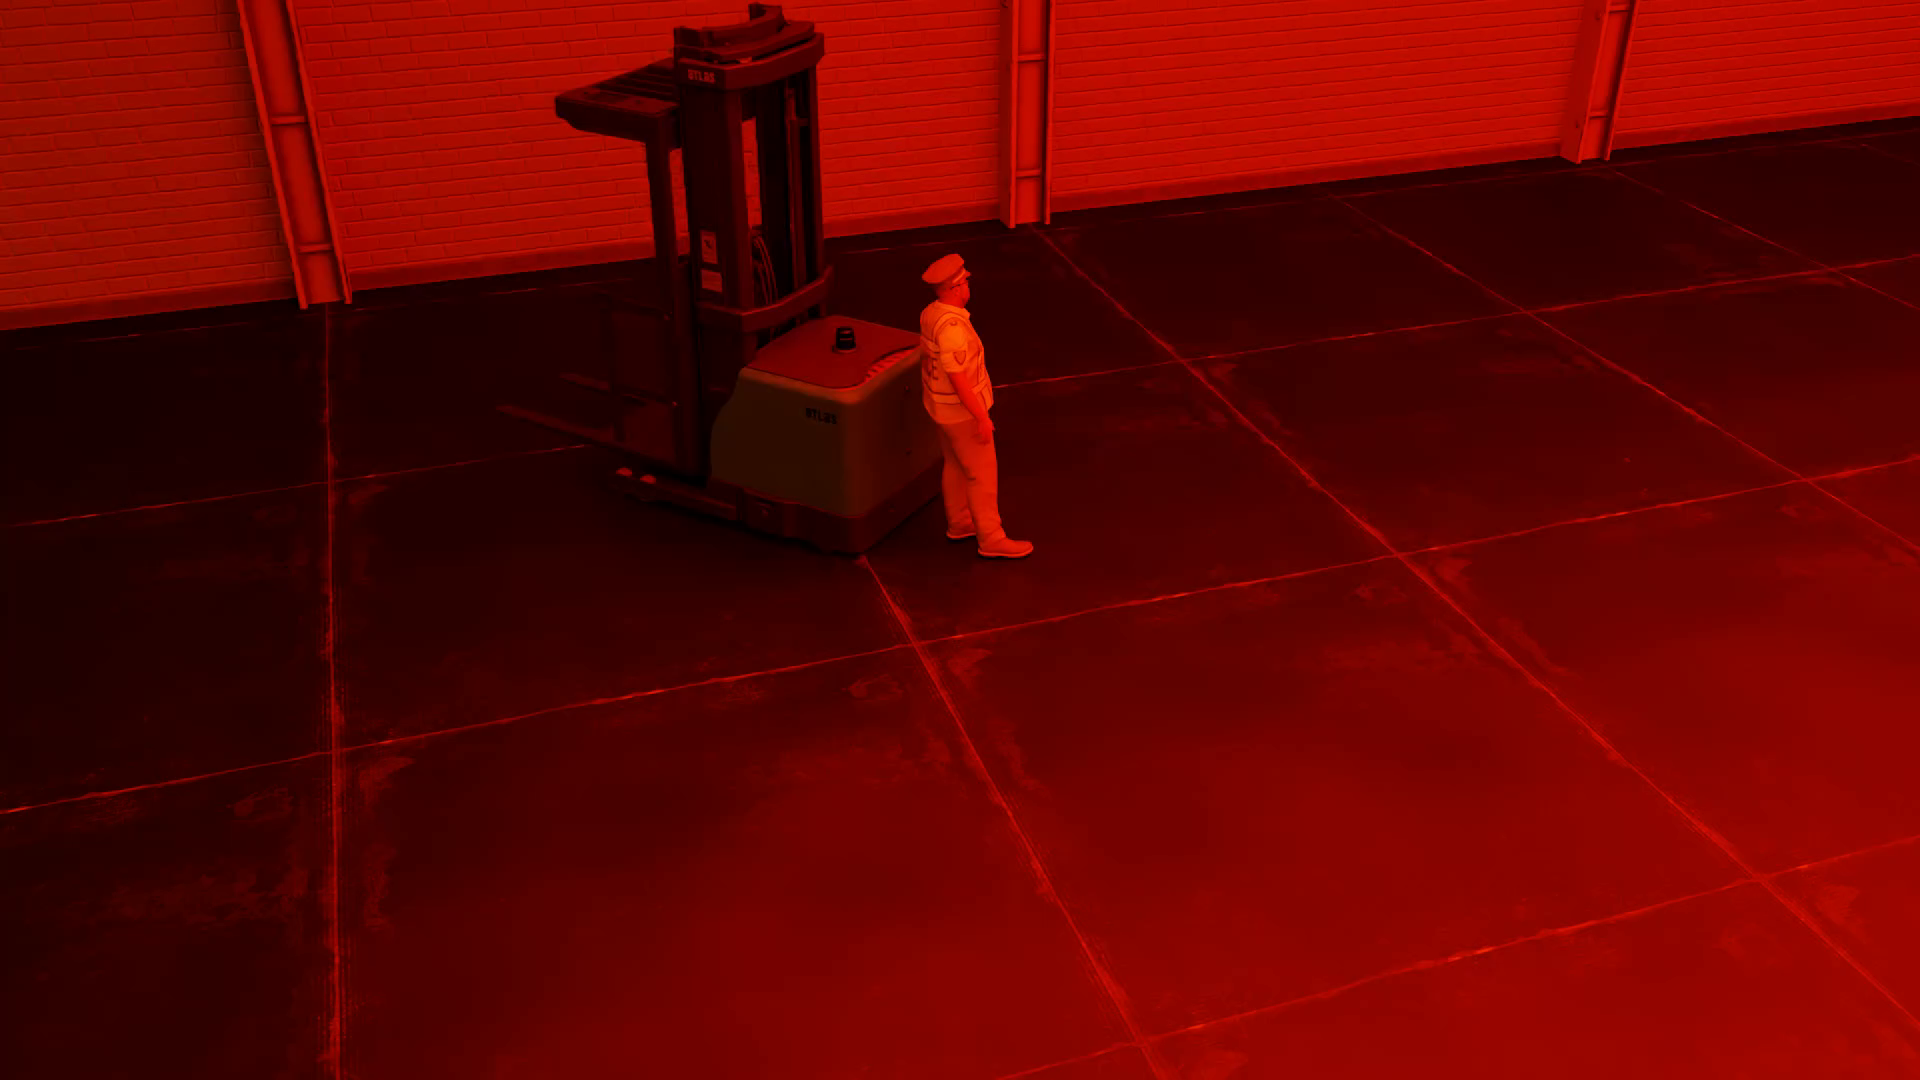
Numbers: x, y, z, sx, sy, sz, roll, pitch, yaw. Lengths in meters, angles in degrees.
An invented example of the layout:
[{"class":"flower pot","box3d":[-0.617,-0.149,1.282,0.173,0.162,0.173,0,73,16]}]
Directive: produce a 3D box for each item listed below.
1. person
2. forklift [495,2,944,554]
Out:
[{"class":"person","box3d":[0.077,-0.785,9.589,0.575,1.781,0.640,-10,31,-16]},{"class":"forklift","box3d":[-1.635,-1.718,10.073,3.031,2.935,1.130,16,34,26]}]
